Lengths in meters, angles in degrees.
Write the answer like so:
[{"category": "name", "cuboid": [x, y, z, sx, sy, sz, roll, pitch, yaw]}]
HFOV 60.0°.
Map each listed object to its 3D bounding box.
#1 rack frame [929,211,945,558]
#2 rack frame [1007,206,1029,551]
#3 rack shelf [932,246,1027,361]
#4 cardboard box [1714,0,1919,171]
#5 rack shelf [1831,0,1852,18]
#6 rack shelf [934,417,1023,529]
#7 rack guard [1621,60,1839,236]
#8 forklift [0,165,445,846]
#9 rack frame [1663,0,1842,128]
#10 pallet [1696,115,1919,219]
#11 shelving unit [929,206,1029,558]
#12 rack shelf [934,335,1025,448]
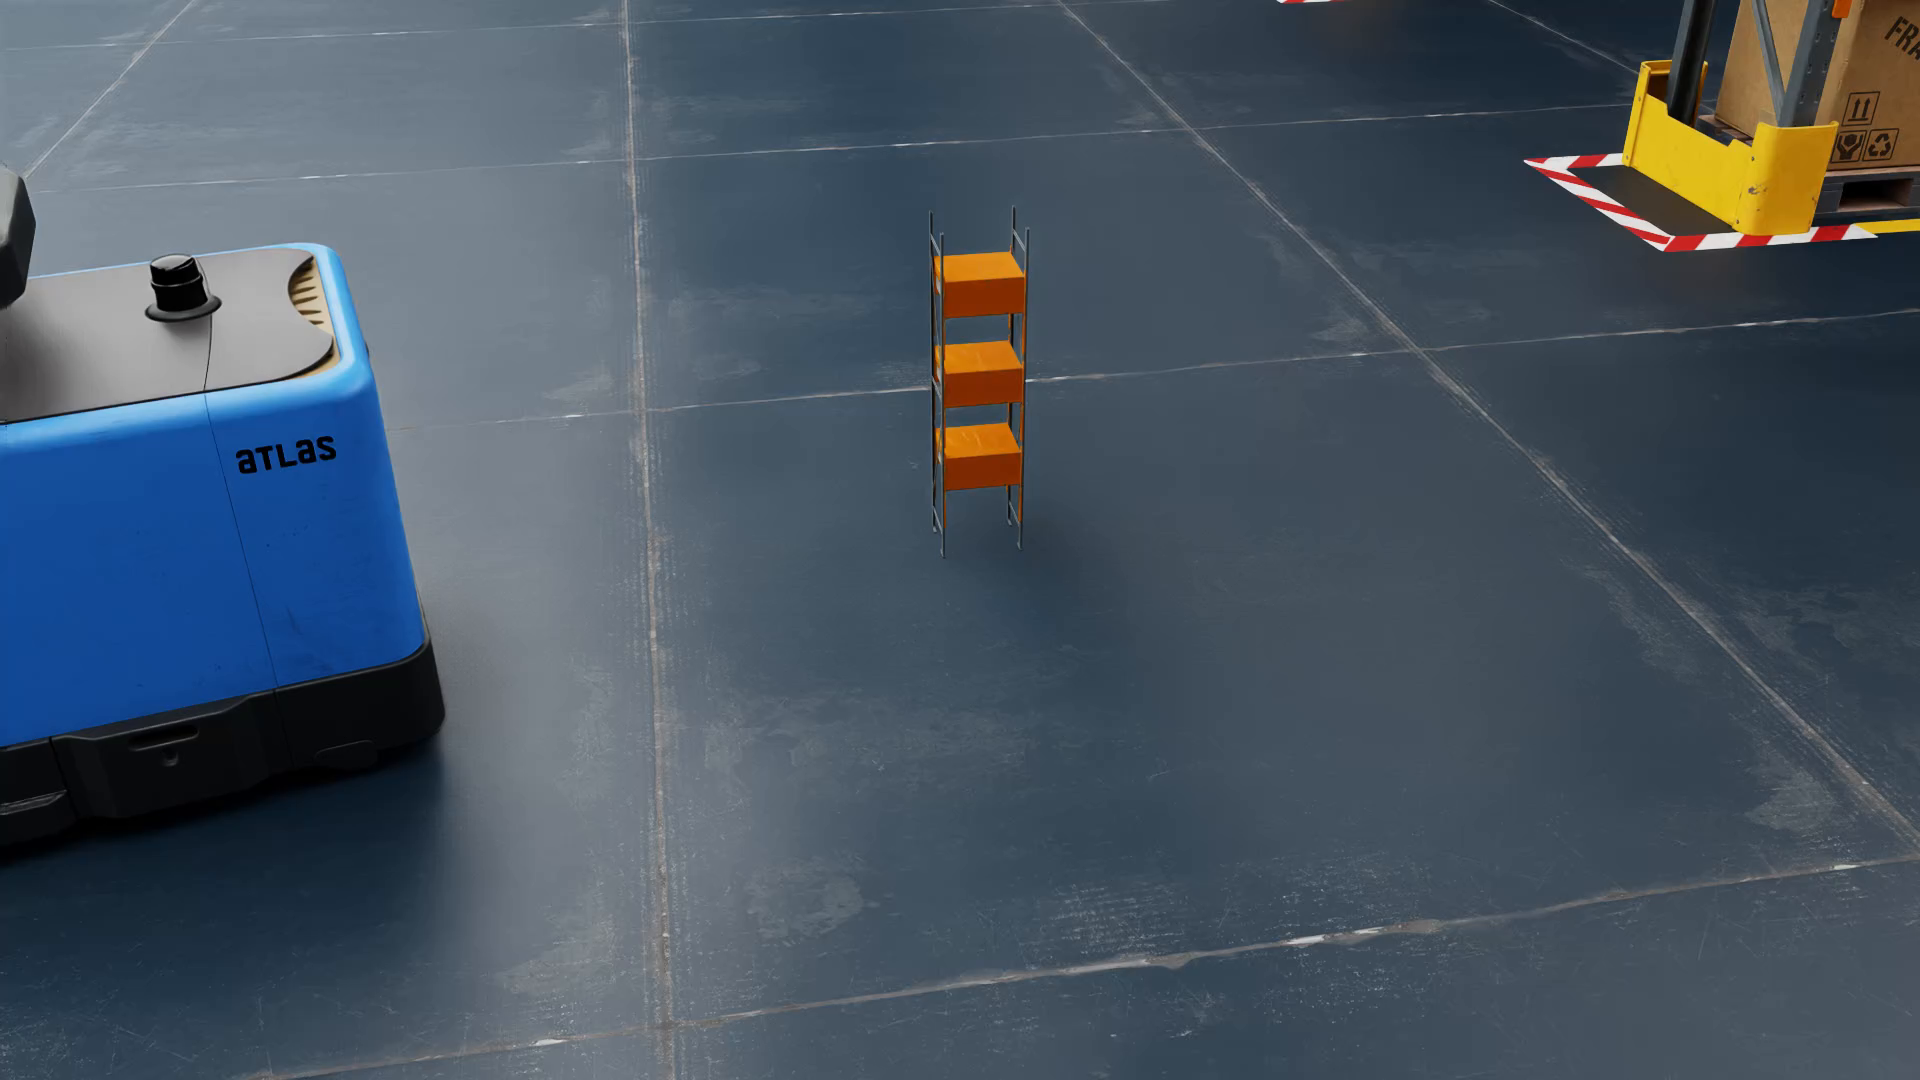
[{"category": "rack frame", "cuboid": [-0.067, -0.446, 4.973, 0.008, 1.050, 0.200, -5, 31, -9]}, {"category": "rack frame", "cuboid": [0.173, -0.469, 5.011, 0.008, 1.050, 0.200, -5, 31, -9]}, {"category": "rack shelf", "cuboid": [0.053, -0.693, 4.854, 0.240, 0.259, 0.215, -5, 31, -9]}, {"category": "cardboard box", "cuboid": [4.346, -2.347, 7.964, 0.875, 0.875, 0.875, -5, 31, -9]}, {"category": "rack shelf", "cuboid": [5.659, -2.860, 7.864, 4.000, 0.370, 1.077, -5, 31, -9]}, {"category": "rack shelf", "cuboid": [0.053, -0.209, 5.138, 0.240, 0.259, 0.215, -5, 31, -9]}, {"category": "rack guard", "cuboid": [3.668, -1.907, 8.001, 0.348, 0.500, 1.175, -5, 31, -9]}, {"category": "forklift", "cuboid": [-2.905, -0.650, 3.463, 3.031, 2.935, 1.130, -12, 33, -20]}, {"category": "rack frame", "cuboid": [3.691, -2.987, 7.371, 0.127, 3.000, 1.000, -5, 31, -9]}, {"category": "pallet", "cuboid": [4.464, -1.897, 8.268, 1.213, 0.211, 1.003, -5, 31, -9]}, {"category": "shelving unit", "cuboid": [0.053, -0.457, 4.992, 0.252, 1.050, 0.215, -5, 31, -9]}, {"category": "rack shelf", "cuboid": [0.053, -0.448, 4.998, 0.240, 0.259, 0.215, -5, 31, -9]}]
